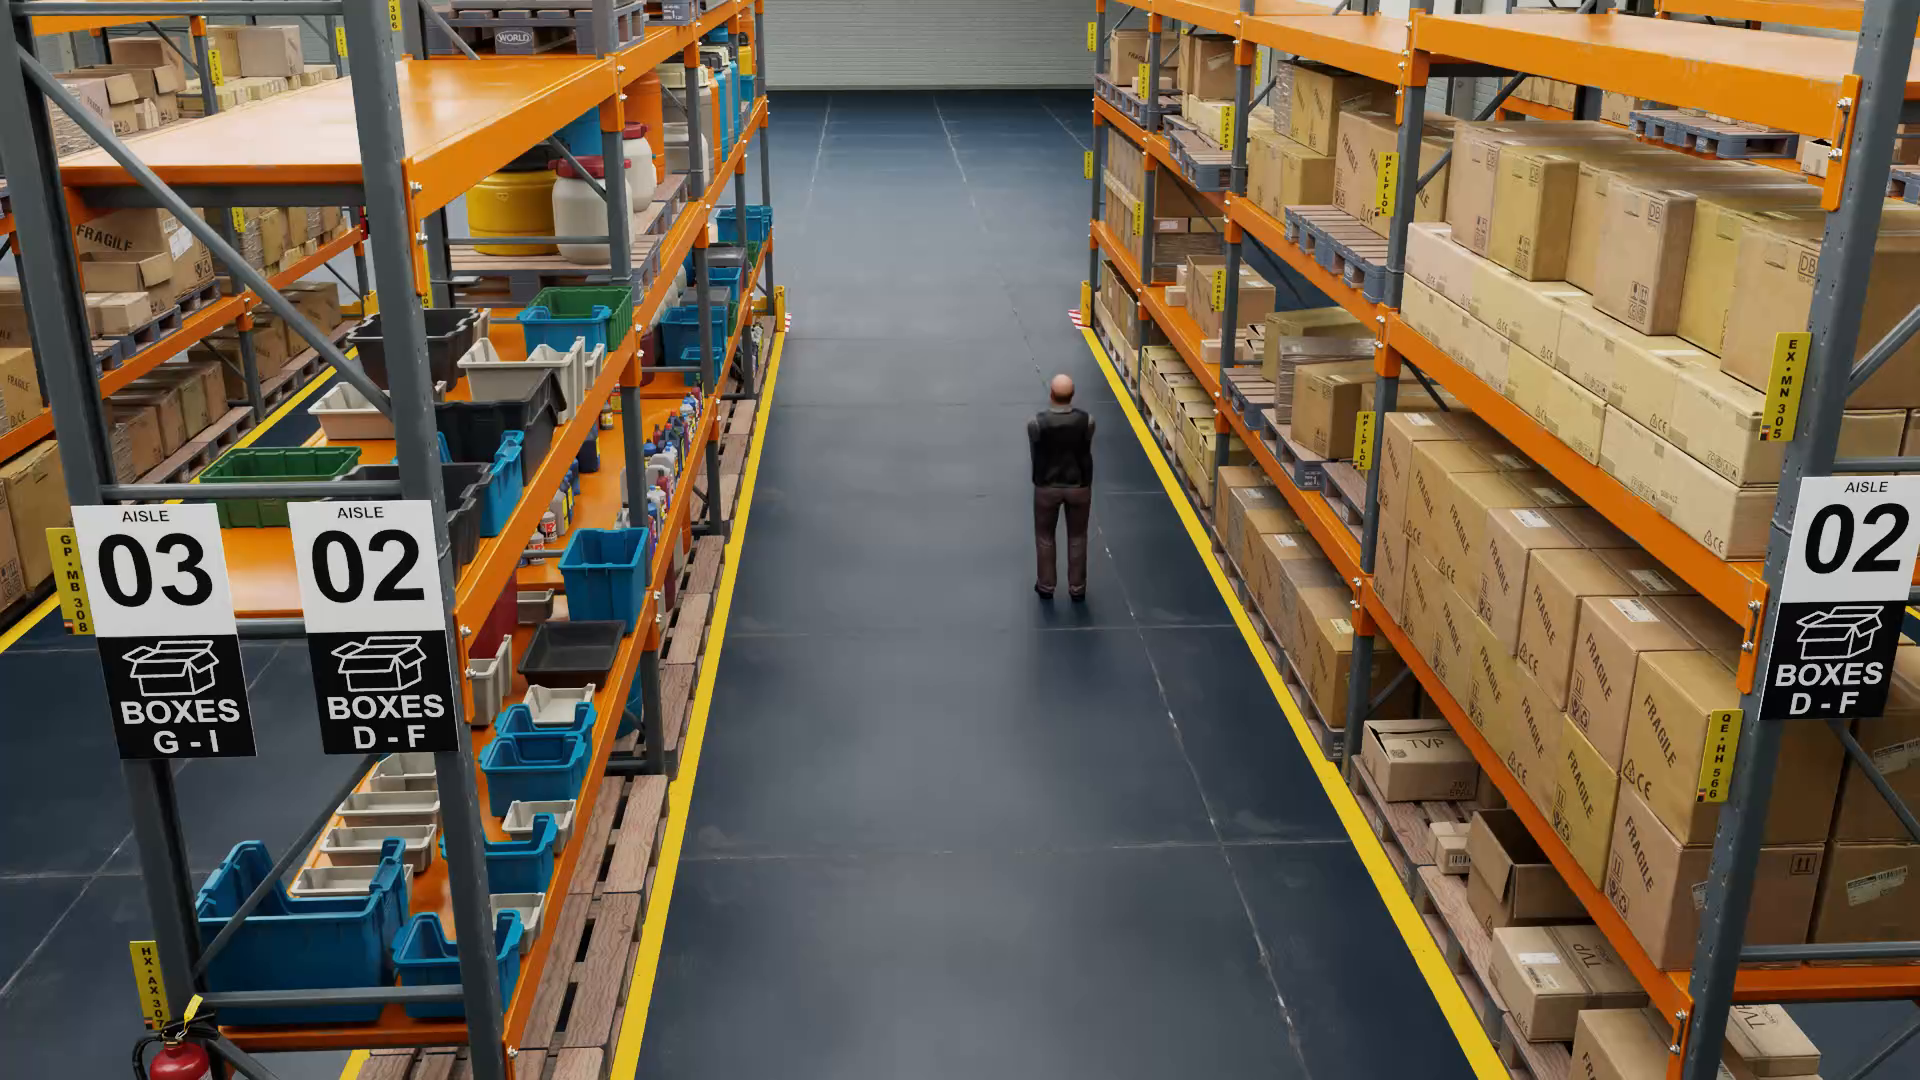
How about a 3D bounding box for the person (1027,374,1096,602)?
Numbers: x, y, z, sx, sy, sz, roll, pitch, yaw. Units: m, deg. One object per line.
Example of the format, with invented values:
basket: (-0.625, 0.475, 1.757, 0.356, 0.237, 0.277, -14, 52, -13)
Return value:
person: (0.725, -0.411, 12.234, 0.495, 1.718, 0.555, -1, 20, -3)
